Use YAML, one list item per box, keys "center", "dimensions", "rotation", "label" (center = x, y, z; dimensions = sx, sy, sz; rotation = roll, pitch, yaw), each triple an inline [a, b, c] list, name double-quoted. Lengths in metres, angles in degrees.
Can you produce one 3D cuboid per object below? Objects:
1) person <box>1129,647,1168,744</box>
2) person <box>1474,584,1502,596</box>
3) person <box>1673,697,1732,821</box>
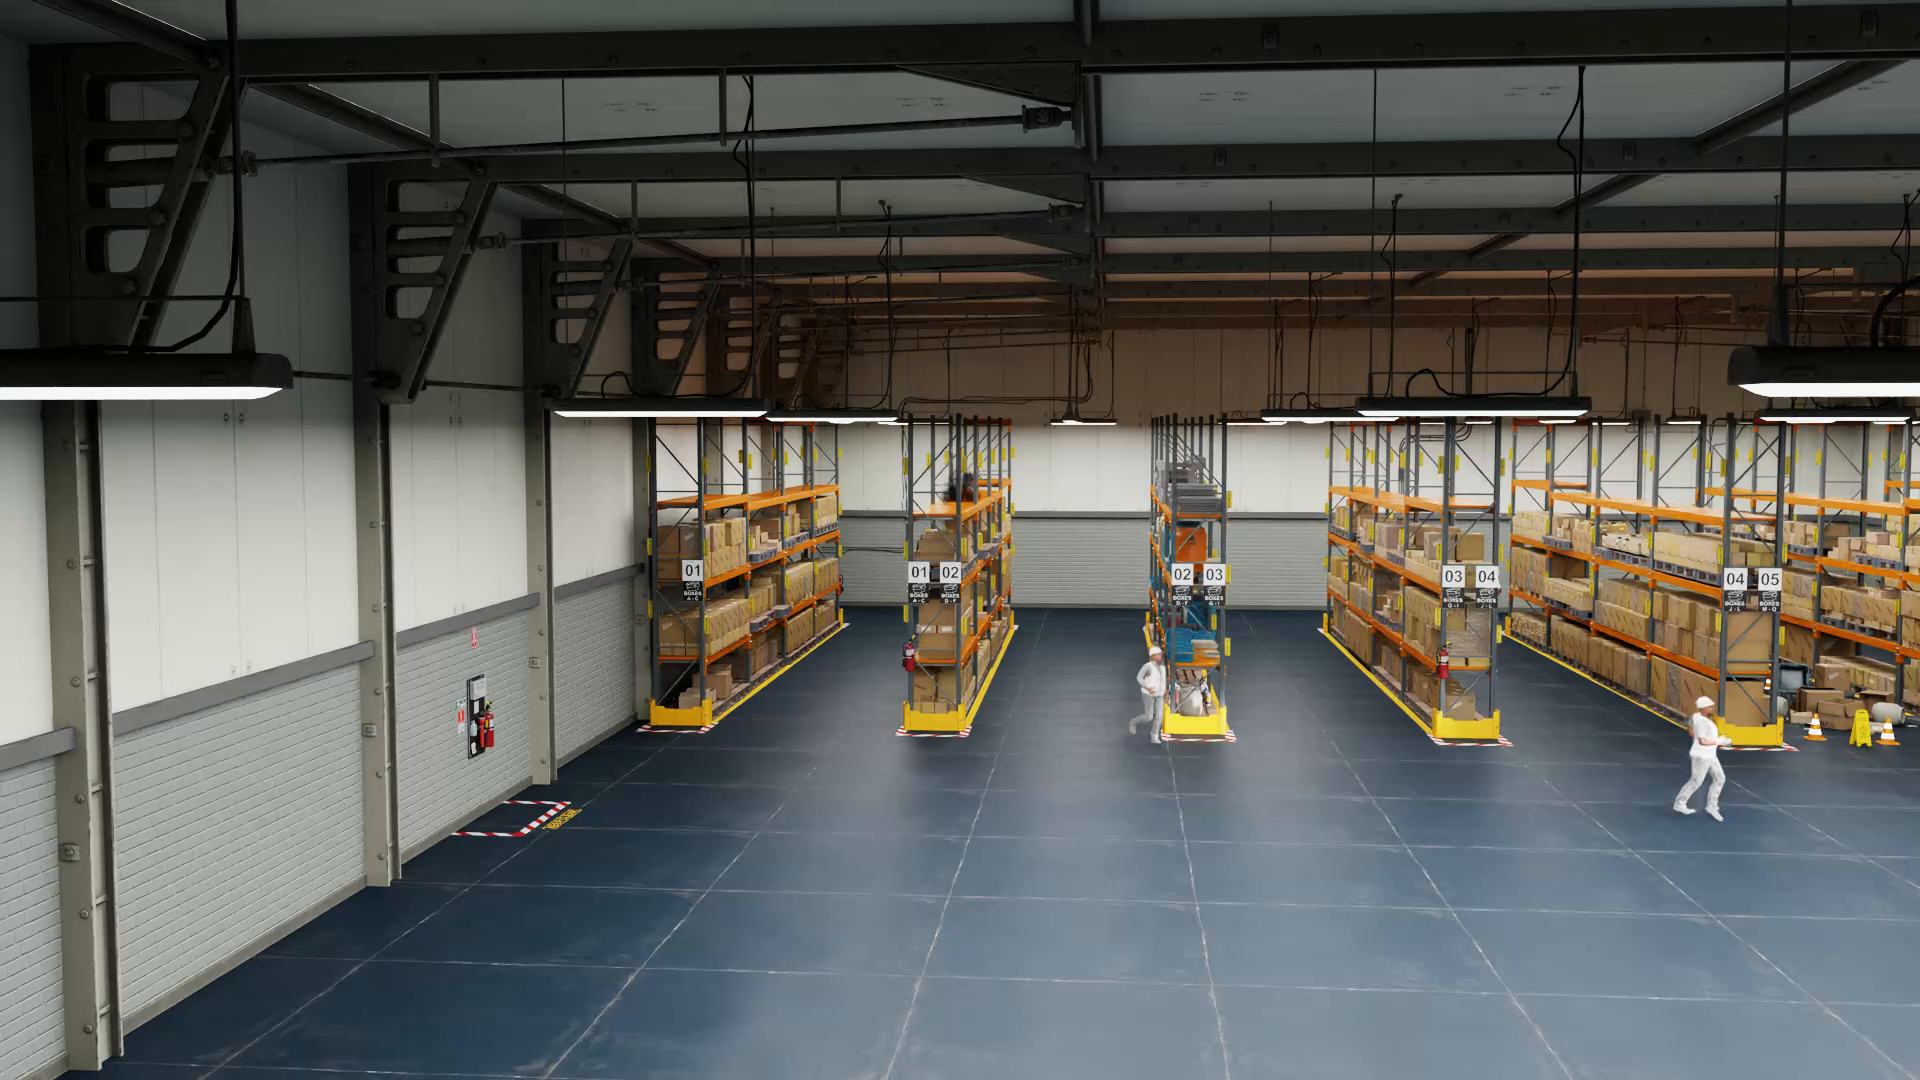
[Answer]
- center: [3.559, 2.817, 30.403]
  dimensions: [0.713, 1.721, 0.822]
  rotation: [-3, 5, -35]
  label: "person"
- center: [14.931, 1.700, 47.149]
  dimensions: [0.637, 1.759, 0.762]
  rotation: [0, 4, -7]
  label: "person"
- center: [10.857, 3.203, 24.291]
  dimensions: [0.782, 1.844, 0.638]
  rotation: [3, 5, 33]
  label: "person"
